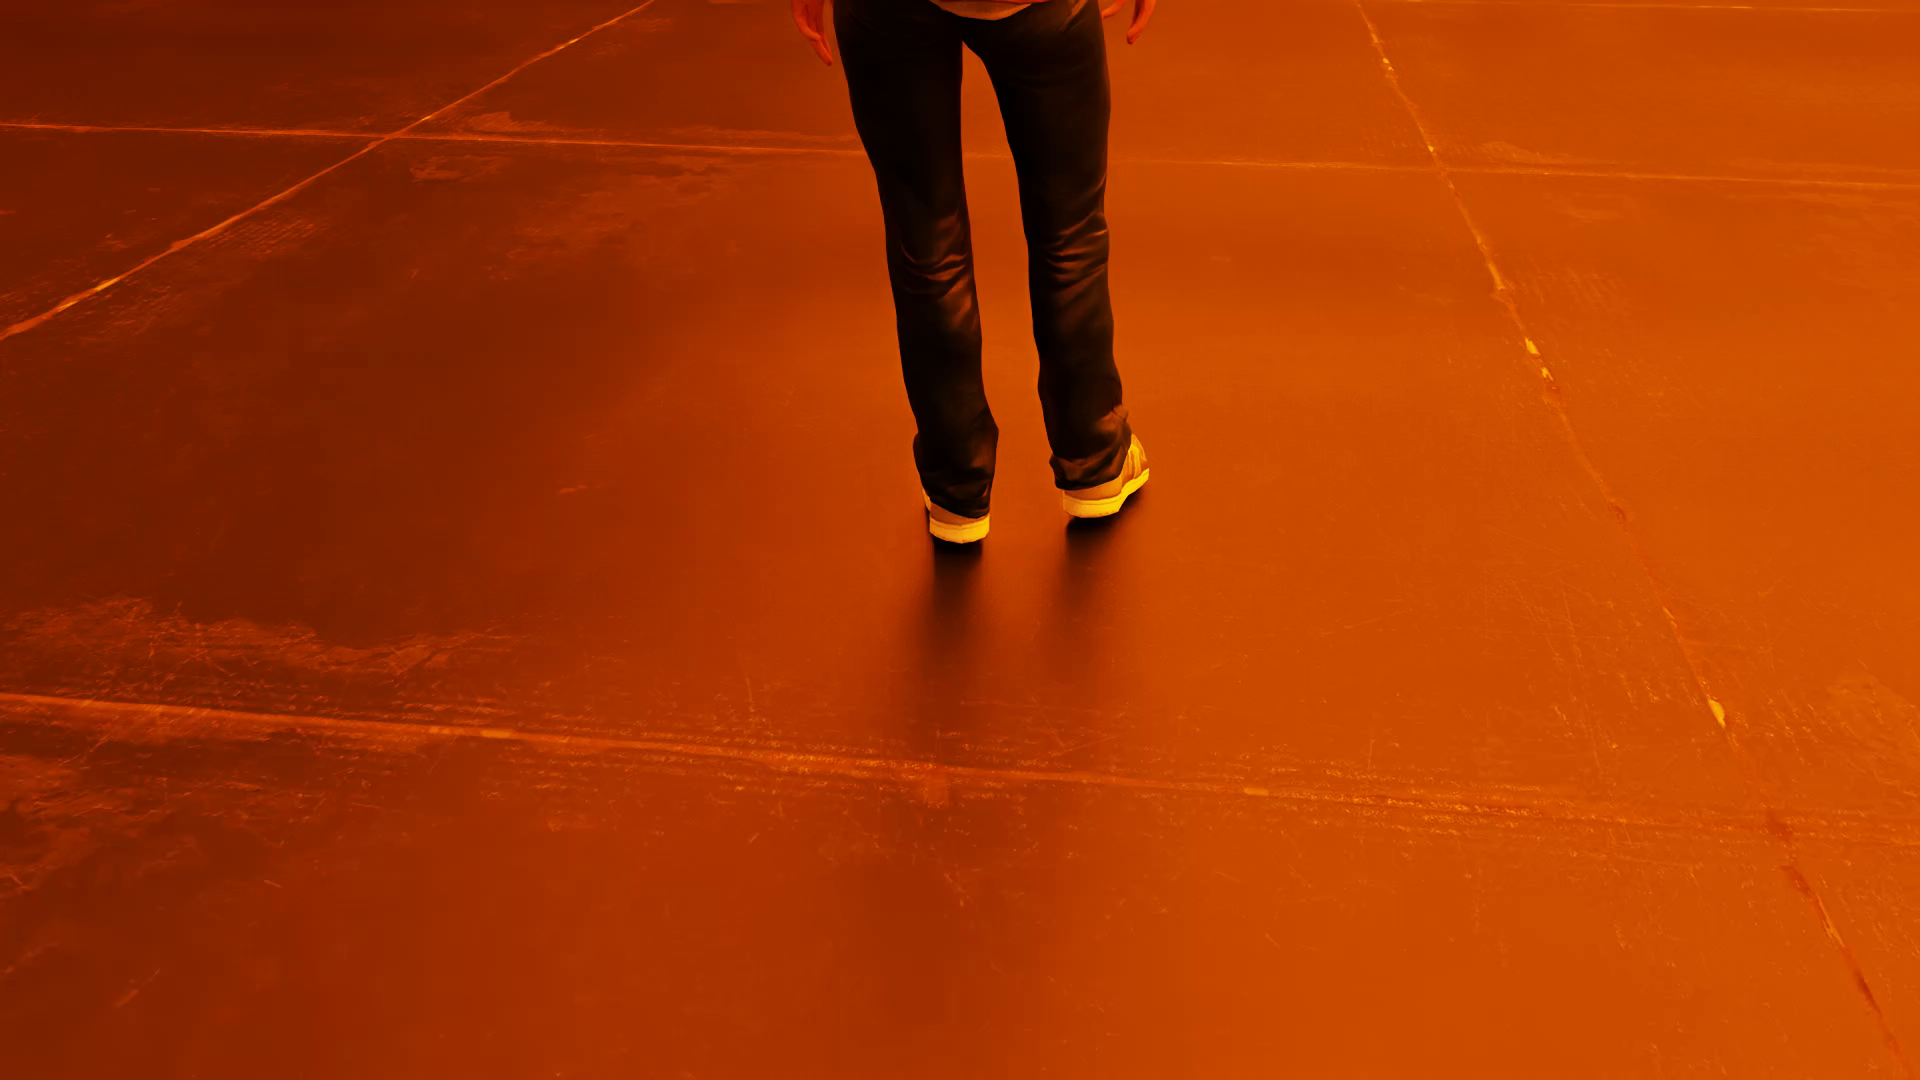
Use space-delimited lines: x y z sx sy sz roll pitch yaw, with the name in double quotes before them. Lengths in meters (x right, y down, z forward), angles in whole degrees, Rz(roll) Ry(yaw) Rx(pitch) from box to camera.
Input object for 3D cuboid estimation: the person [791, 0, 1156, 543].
"person" 0.024 -0.753 2.204 0.519 1.598 0.475 3 27 7
